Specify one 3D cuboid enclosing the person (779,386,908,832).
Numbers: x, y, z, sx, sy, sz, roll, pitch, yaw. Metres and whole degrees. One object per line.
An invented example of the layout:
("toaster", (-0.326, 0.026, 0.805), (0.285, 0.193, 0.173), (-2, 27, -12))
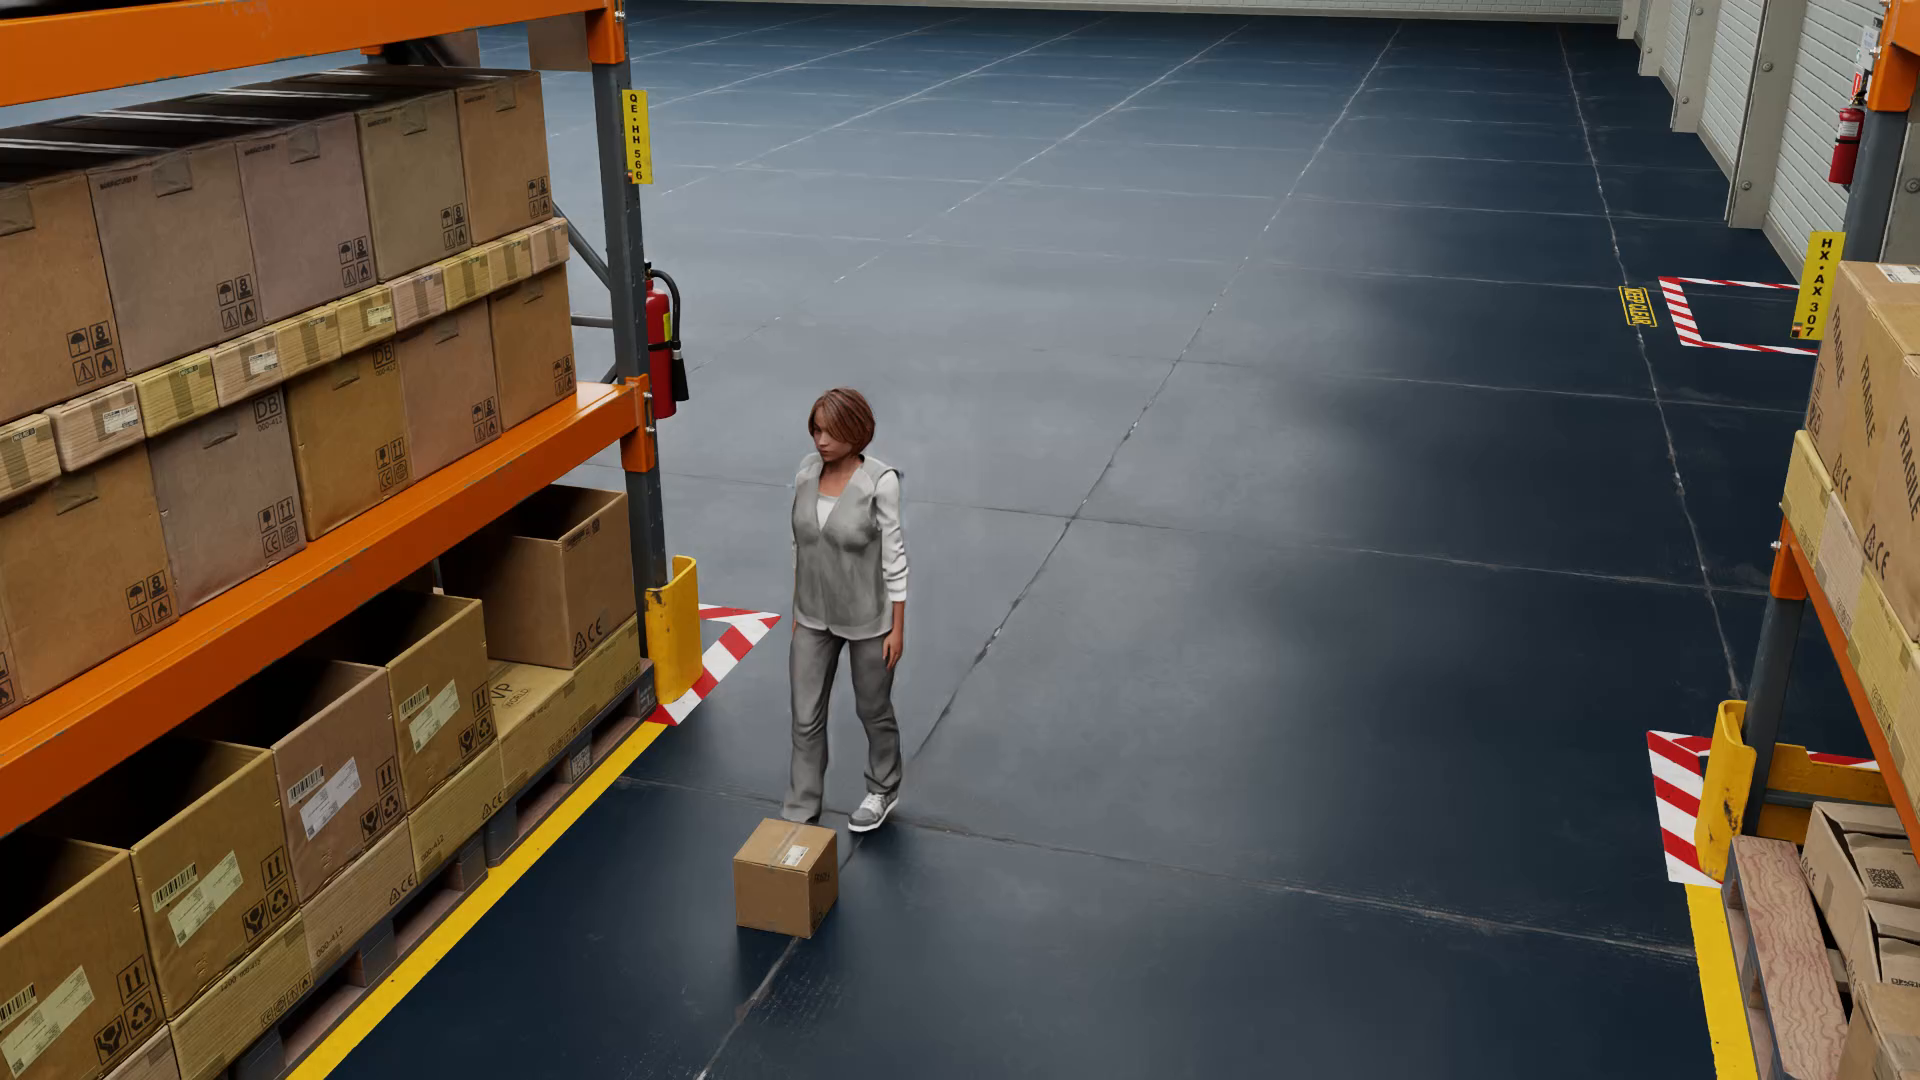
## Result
("person", (-0.406, 0.302, 5.373), (0.427, 1.575, 0.672), (9, 24, 20))
